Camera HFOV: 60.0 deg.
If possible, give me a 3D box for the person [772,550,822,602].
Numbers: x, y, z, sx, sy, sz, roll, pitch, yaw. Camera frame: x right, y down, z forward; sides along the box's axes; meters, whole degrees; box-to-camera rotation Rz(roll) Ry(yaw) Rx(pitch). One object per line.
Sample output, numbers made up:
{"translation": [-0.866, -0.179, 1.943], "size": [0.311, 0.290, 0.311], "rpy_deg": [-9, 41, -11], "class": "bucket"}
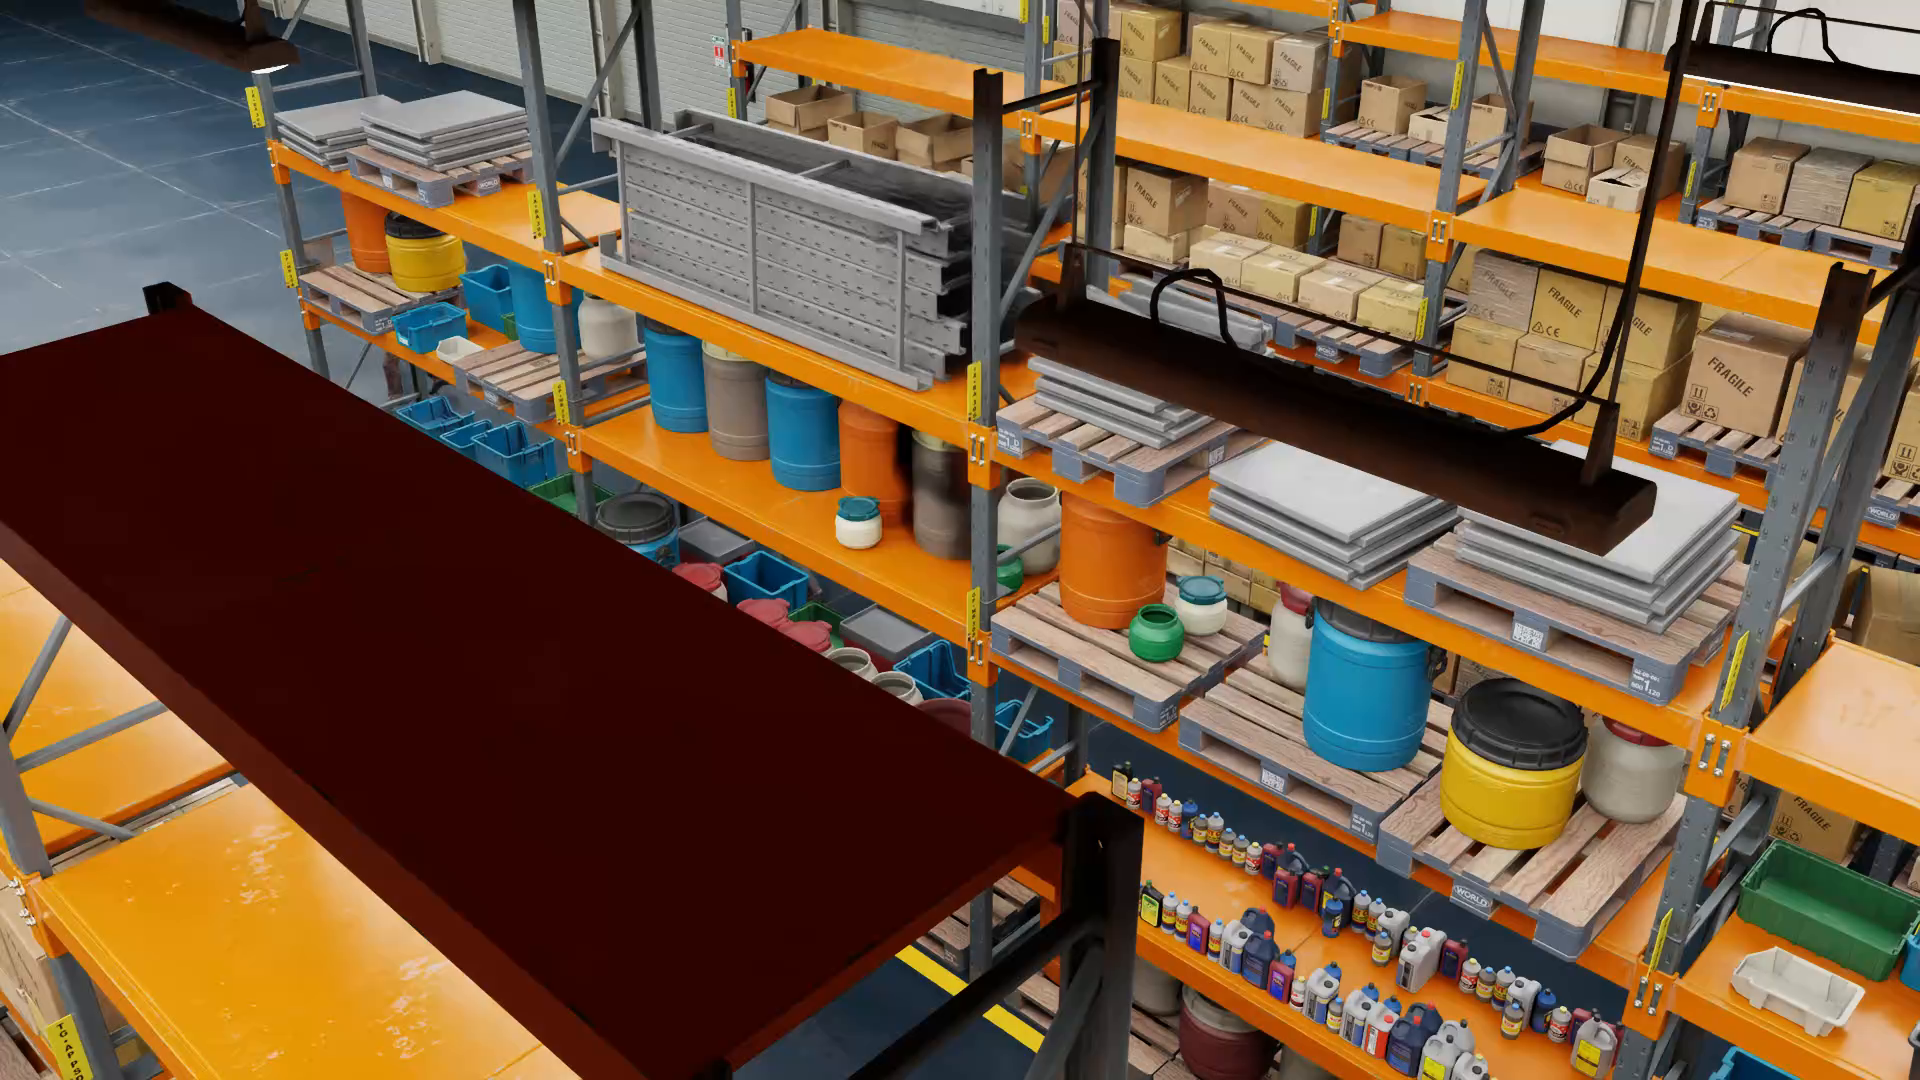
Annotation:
{"translation": [-1.564, -0.147, 14.984], "size": [0.929, 1.450, 0.529], "rpy_deg": [21, 36, 33], "class": "person"}
